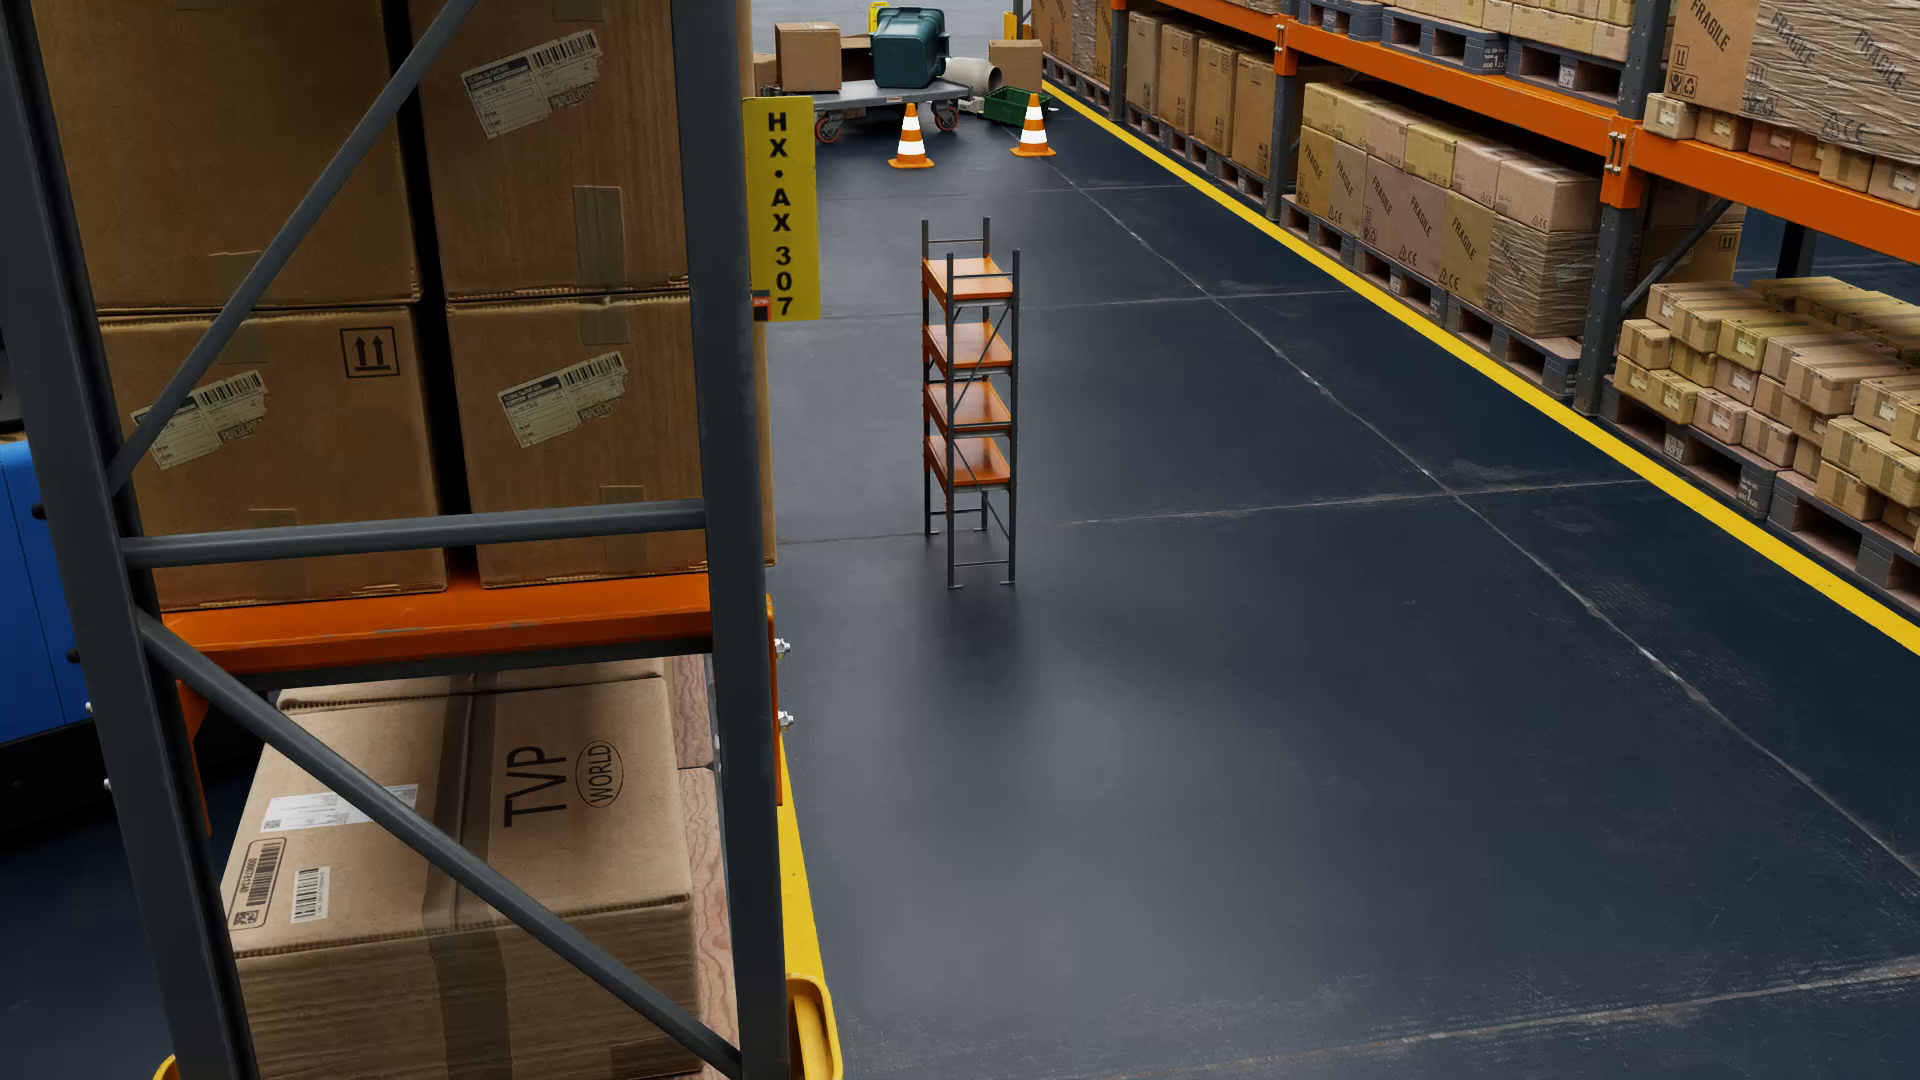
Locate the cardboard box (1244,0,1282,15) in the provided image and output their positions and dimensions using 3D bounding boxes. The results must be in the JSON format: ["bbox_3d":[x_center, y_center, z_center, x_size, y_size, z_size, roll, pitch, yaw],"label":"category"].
[{"bbox_3d":[2.216,-3.760,10.986,0.500,0.500,0.500,-4,24,-10],"label":"cardboard box"}]

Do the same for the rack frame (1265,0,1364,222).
[{"bbox_3d":[2.563,-3.557,10.646,1.000,3.000,0.127,-4,24,-10],"label":"rack frame"}]

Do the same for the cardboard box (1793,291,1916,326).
[{"bbox_3d":[3.710,-0.924,6.911,0.380,0.149,0.250,-4,24,-9],"label":"cardboard box"}]

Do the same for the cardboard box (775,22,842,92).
[{"bbox_3d":[-1.279,-4.069,13.996,0.500,0.500,0.500,-4,24,-10],"label":"cardboard box"}]

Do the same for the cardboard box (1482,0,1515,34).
[{"bbox_3d":[2.839,-2.610,8.268,0.380,0.149,0.250,-5,24,-12],"label":"cardboard box"}]

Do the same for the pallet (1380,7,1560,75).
[{"bbox_3d":[2.969,-2.693,8.909,1.003,0.211,1.213,-4,24,-10],"label":"pallet"}]

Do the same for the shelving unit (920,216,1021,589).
[{"bbox_3d":[0.031,-0.485,5.861,0.258,1.200,0.503,-4,24,-10],"label":"shelving unit"}]

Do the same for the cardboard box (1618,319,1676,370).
[{"bbox_3d":[3.055,-0.839,7.090,0.380,0.149,0.250,-3,24,-7],"label":"cardboard box"}]

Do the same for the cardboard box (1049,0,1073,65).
[{"bbox_3d":[1.439,-5.314,16.801,0.875,0.875,0.875,-5,24,-11],"label":"cardboard box"}]

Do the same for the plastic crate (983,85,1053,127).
[{"bbox_3d":[0.504,-3.839,14.734,0.450,0.188,0.662,17,27,13],"label":"plastic crate"}]

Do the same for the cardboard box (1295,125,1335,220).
[{"bbox_3d":[2.443,-2.307,10.382,0.500,0.500,0.500,-5,24,-12],"label":"cardboard box"}]

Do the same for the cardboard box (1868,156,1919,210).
[{"bbox_3d":[3.325,-1.218,5.606,0.380,0.149,0.250,-3,24,-7],"label":"cardboard box"}]

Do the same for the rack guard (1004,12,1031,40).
[{"bbox_3d":[1.079,-5.567,18.373,1.175,0.500,0.348,-4,24,-10],"label":"rack guard"}]

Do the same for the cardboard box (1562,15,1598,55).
[{"bbox_3d":[2.986,-2.304,7.568,0.380,0.149,0.250,-4,24,-9],"label":"cardboard box"}]

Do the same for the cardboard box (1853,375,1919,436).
[{"bbox_3d":[3.419,-0.475,5.883,0.380,0.149,0.250,-5,24,-12],"label":"cardboard box"}]

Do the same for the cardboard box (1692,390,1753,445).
[{"bbox_3d":[3.200,-0.504,6.693,0.380,0.149,0.250,-4,24,-10],"label":"cardboard box"}]

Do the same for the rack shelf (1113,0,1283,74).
[{"bbox_3d":[2.193,-4.014,12.591,1.077,0.370,4.000,-4,24,-10],"label":"rack shelf"}]

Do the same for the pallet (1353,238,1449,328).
[{"bbox_3d":[2.928,-1.493,9.404,1.003,0.211,1.213,-4,24,-10],"label":"pallet"}]

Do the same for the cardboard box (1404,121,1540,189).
[{"bbox_3d":[2.723,-2.058,8.877,0.500,0.250,0.500,-5,24,-12],"label":"cardboard box"}]

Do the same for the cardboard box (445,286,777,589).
[{"bbox_3d":[-0.610,-0.260,2.972,0.500,0.500,0.500,-4,24,-10],"label":"cardboard box"}]

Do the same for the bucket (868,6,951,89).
[{"bbox_3d":[-0.468,-4.209,14.331,0.726,0.611,0.620,4,34,9],"label":"bucket"}]

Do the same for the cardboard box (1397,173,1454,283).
[{"bbox_3d":[2.733,-1.707,9.009,0.500,0.500,0.500,-5,24,-11],"label":"cardboard box"}]

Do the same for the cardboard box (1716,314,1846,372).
[{"bbox_3d":[3.250,-0.783,6.588,0.380,0.149,0.250,-5,24,-10],"label":"cardboard box"}]

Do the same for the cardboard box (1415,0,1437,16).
[{"bbox_3d":[2.694,-2.922,8.981,0.380,0.149,0.250,-4,24,-9],"label":"cardboard box"}]

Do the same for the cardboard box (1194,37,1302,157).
[{"bbox_3d":[2.374,-3.308,12.363,1.050,0.750,0.750,-4,24,-9],"label":"cardboard box"}]

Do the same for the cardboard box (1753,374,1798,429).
[{"bbox_3d":[3.318,-0.547,6.420,0.380,0.149,0.250,-6,24,-12],"label":"cardboard box"}]

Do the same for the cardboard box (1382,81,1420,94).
[{"bbox_3d":[2.947,-2.698,10.341,0.500,0.250,0.500,-5,24,-11],"label":"cardboard box"}]

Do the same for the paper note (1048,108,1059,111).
[{"bbox_3d":[0.809,-3.967,15.295,0.142,0.020,0.147,18,29,36],"label":"paper note"}]

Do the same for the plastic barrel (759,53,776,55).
[{"bbox_3d":[-1.893,-4.416,15.833,0.512,0.421,0.421,13,27,27],"label":"plastic barrel"}]

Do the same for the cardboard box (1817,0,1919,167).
[{"bbox_3d":[3.303,-1.557,5.571,0.500,0.500,0.500,-5,24,-11],"label":"cardboard box"}]

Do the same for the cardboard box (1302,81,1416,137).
[{"bbox_3d":[2.452,-2.658,10.250,0.500,0.250,0.500,-5,24,-12],"label":"cardboard box"}]

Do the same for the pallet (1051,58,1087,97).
[{"bbox_3d":[1.530,-4.638,16.606,1.003,0.211,1.213,-4,24,-10],"label":"pallet"}]

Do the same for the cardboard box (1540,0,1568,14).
[{"bbox_3d":[2.942,-2.540,7.736,0.380,0.149,0.250,-3,24,-7],"label":"cardboard box"}]

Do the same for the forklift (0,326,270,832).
[{"bbox_3d":[-3.285,-1.041,4.971,1.130,2.935,3.031,-18,29,-35],"label":"forklift"}]

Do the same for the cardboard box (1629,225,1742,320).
[{"bbox_3d":[3.427,-1.341,8.170,0.500,0.500,0.500,-3,24,-8],"label":"cardboard box"}]

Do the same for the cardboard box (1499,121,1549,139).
[{"bbox_3d":[3.235,-2.094,8.959,0.500,0.250,0.500,-3,24,-8],"label":"cardboard box"}]

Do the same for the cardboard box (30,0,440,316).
[{"bbox_3d":[-1.127,-0.680,2.685,0.500,0.500,0.500,-4,24,-8],"label":"cardboard box"}]

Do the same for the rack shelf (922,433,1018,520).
[{"bbox_3d":[0.031,-0.241,5.967,0.258,0.148,0.480,-4,24,-10],"label":"rack shelf"}]

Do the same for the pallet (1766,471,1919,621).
[{"bbox_3d":[3.690,0.037,5.902,1.003,0.211,1.213,-4,24,-10],"label":"pallet"}]

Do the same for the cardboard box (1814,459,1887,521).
[{"bbox_3d":[3.334,-0.195,5.986,0.380,0.149,0.250,-5,24,-11],"label":"cardboard box"}]

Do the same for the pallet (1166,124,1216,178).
[{"bbox_3d":[2.269,-3.073,13.023,1.003,0.211,1.213,-4,24,-10],"label":"pallet"}]

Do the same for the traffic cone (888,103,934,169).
[{"bbox_3d":[-0.381,-3.137,12.855,0.336,0.463,0.334,-4,24,-10],"label":"traffic cone"}]

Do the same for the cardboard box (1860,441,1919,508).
[{"bbox_3d":[3.350,-0.234,5.704,0.380,0.149,0.250,-4,24,-9],"label":"cardboard box"}]

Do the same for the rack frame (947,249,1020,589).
[{"bbox_3d":[0.076,-0.389,5.641,0.240,1.200,0.015,-4,24,-10],"label":"rack frame"}]

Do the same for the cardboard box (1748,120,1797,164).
[{"bbox_3d":[3.255,-1.536,6.332,0.380,0.149,0.250,-5,24,-12],"label":"cardboard box"}]

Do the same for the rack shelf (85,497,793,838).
[{"bbox_3d":[-1.174,-0.461,4.457,1.077,0.370,4.000,-4,24,-10],"label":"rack shelf"}]
